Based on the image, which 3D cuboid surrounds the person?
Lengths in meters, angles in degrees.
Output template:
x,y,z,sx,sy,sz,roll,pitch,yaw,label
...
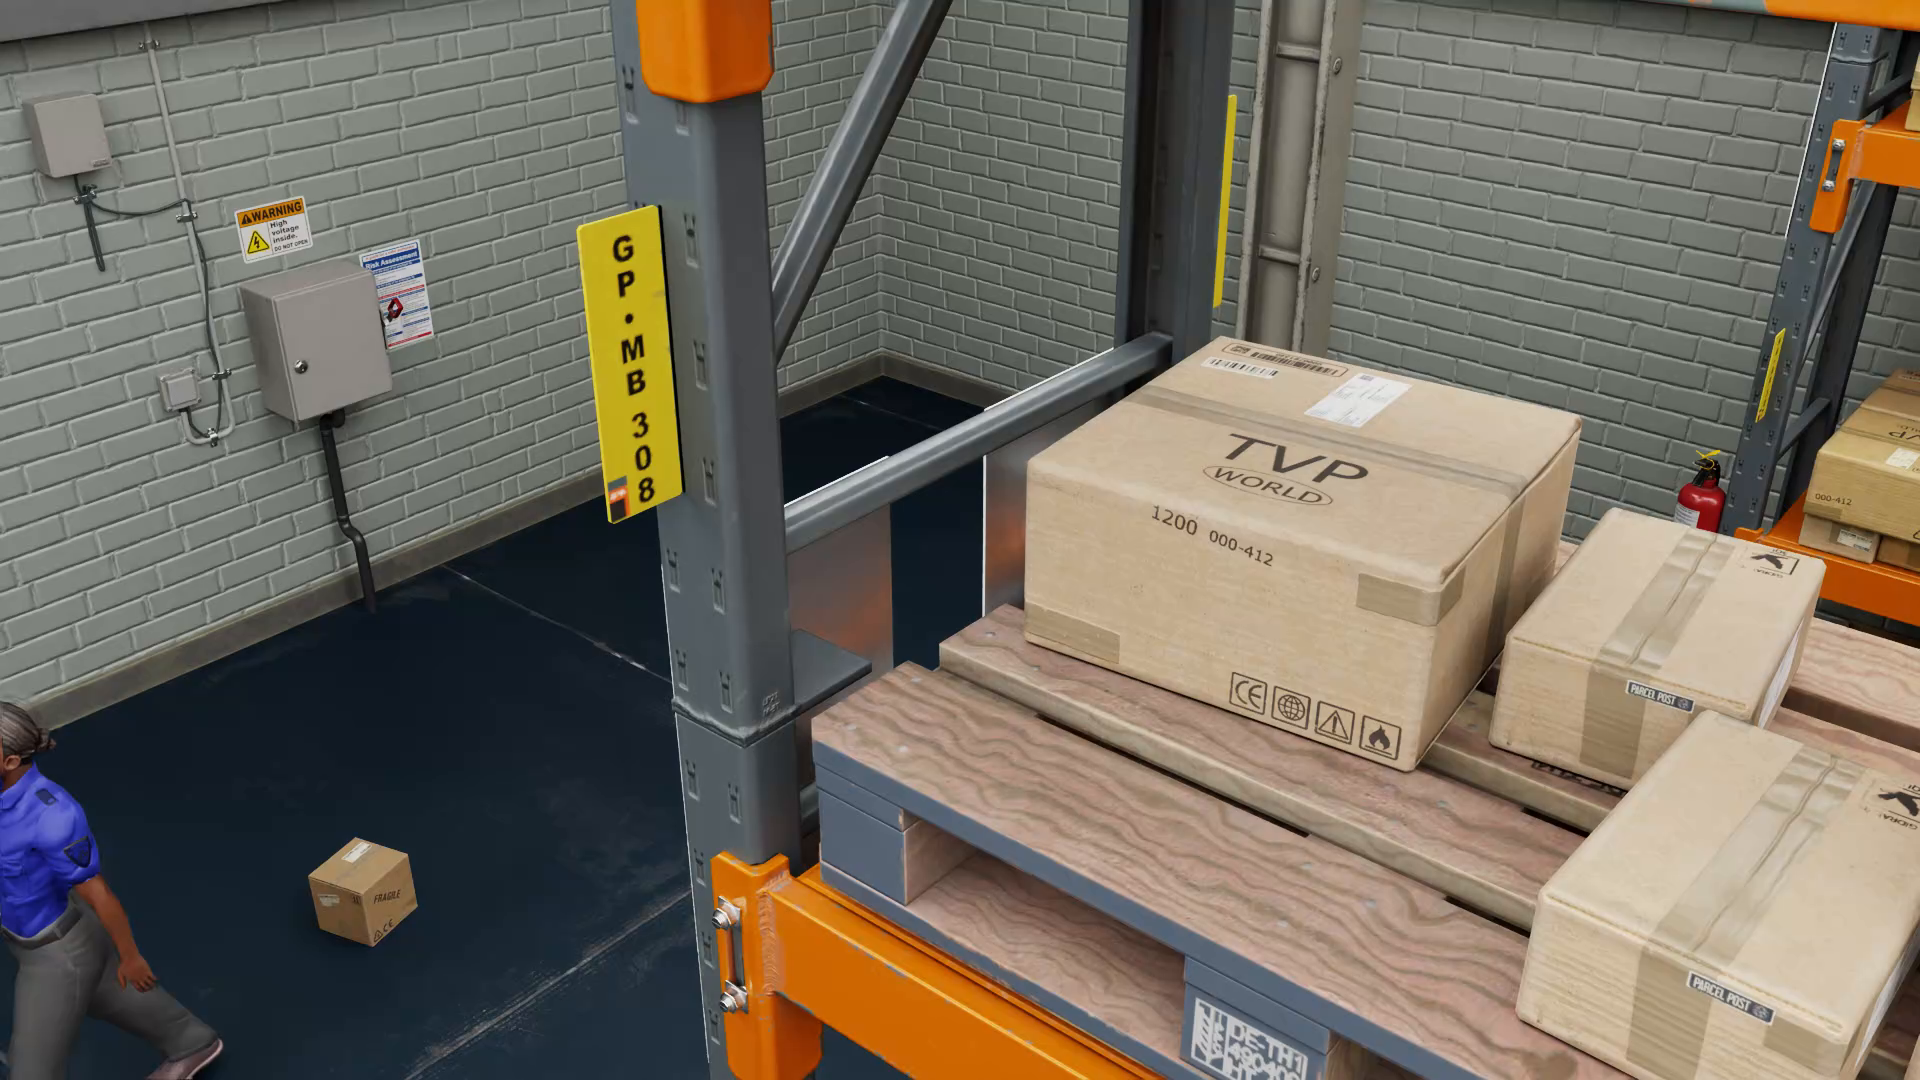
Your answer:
x,y,z,sx,sy,sz,roll,pitch,yaw,label
-2.712,1.191,4.814,0.479,1.598,0.964,21,34,35,person
